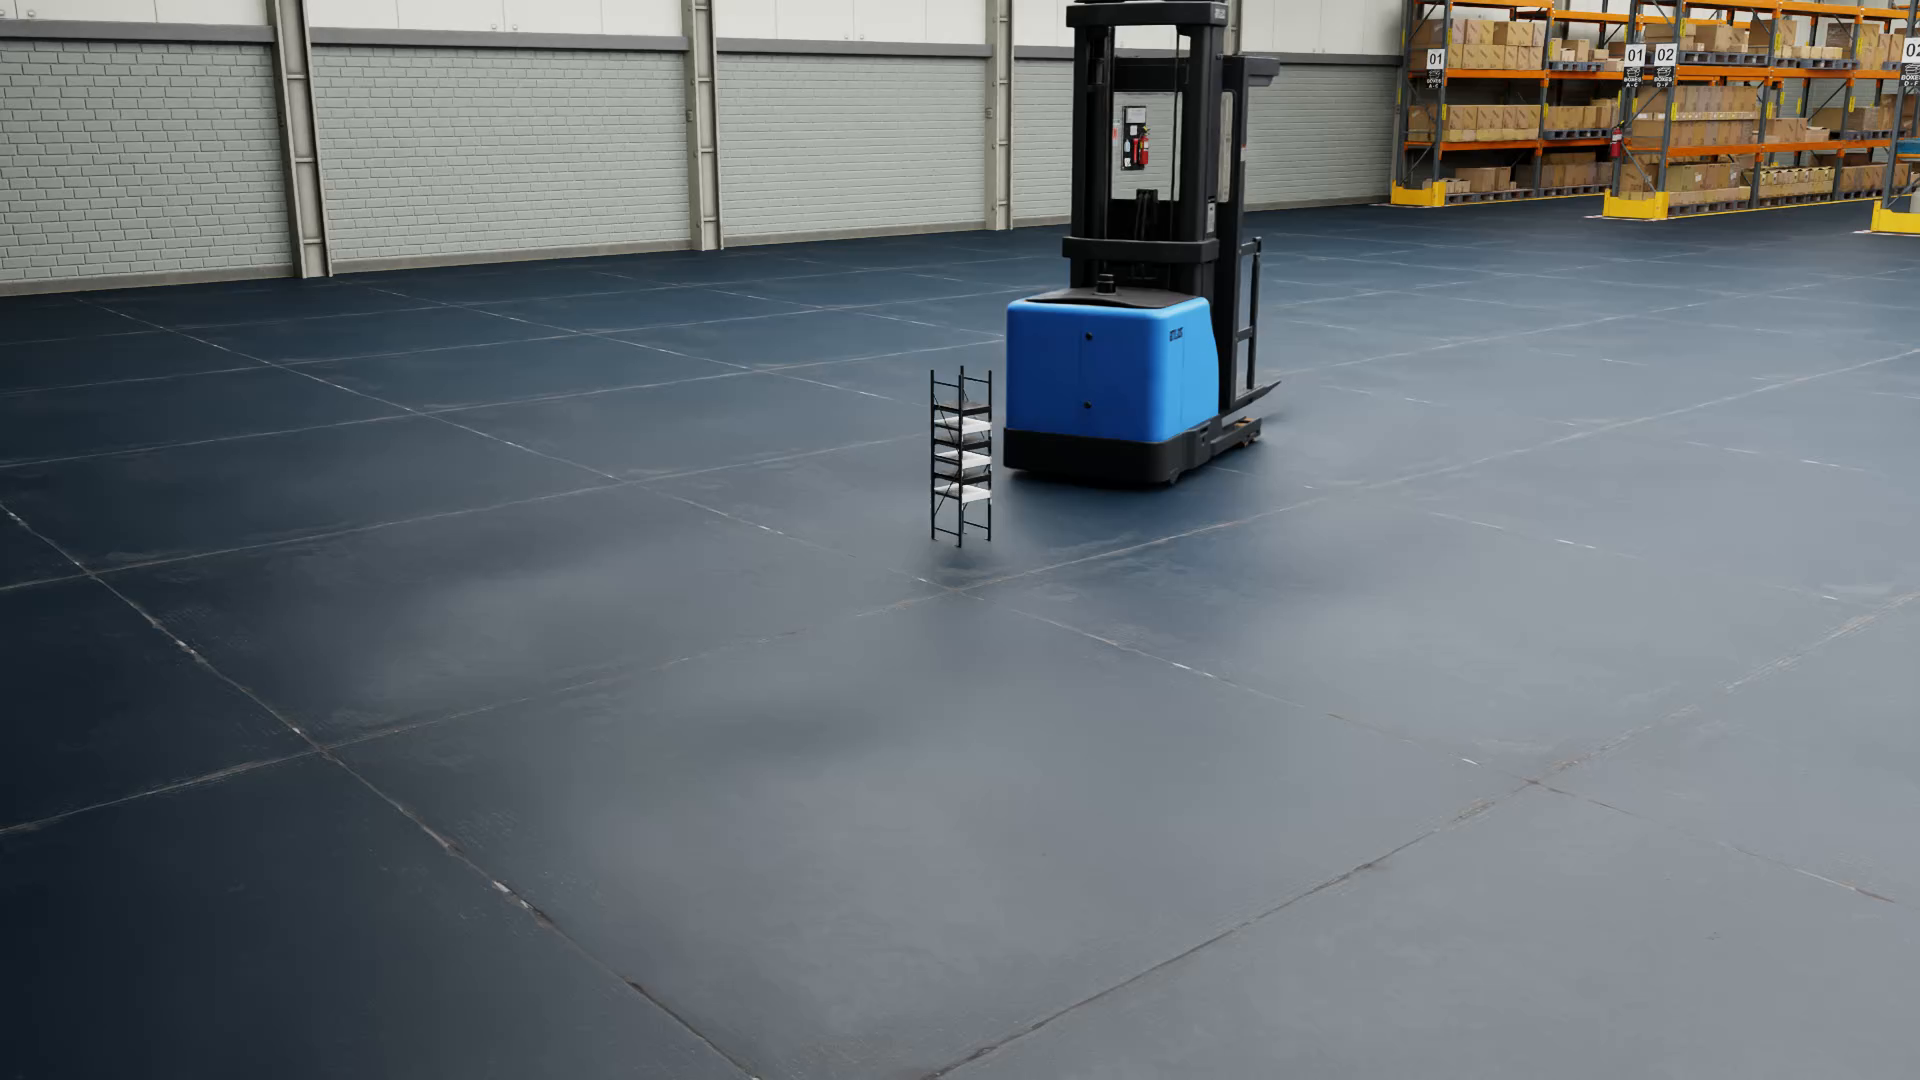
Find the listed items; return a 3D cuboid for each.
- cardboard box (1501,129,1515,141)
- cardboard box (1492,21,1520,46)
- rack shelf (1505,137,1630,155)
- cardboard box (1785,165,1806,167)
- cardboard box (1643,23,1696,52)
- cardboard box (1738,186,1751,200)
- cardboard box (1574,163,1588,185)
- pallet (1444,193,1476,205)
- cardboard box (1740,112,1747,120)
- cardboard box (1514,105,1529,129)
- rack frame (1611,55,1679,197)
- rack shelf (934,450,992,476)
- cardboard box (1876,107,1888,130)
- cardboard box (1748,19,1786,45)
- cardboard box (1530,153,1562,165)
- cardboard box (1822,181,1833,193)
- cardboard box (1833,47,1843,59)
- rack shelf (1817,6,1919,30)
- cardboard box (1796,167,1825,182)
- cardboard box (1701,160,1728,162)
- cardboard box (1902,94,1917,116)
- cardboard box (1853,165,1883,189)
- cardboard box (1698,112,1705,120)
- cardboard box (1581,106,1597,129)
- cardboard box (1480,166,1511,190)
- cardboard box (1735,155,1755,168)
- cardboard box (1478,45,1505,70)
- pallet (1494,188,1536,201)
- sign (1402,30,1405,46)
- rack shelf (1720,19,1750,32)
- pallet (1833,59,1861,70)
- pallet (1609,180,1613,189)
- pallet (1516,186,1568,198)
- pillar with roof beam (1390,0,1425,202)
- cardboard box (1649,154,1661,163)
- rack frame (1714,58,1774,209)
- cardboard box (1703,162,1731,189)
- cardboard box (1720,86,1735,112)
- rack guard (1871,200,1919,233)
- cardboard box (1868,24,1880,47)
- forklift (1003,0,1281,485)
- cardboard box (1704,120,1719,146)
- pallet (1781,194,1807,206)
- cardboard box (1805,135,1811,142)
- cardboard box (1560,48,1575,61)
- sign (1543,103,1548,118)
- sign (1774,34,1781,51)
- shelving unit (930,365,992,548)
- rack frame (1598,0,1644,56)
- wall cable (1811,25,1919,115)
[{"bbox_3d":[11.878,-8.950,36.695,0.500,0.250,0.500,-13,20,-40],"label":"cardboard box"},{"bbox_3d":[11.793,-10.990,36.099,0.500,0.500,0.500,-14,20,-41],"label":"cardboard box"},{"bbox_3d":[14.295,-9.314,39.201,4.000,0.370,1.077,-13,19,-39],"label":"rack shelf"},{"bbox_3d":[18.471,-8.151,36.879,0.500,0.311,0.500,-12,19,-38],"label":"cardboard box"},{"bbox_3d":[13.460,-9.548,31.584,0.637,0.503,0.797,-11,18,-36],"label":"cardboard box"},{"bbox_3d":[15.835,-7.113,34.079,0.500,0.250,0.500,-13,19,-39],"label":"cardboard box"},{"bbox_3d":[14.474,-8.719,39.570,0.500,0.500,0.700,-13,20,-40],"label":"cardboard box"},{"bbox_3d":[10.462,-7.442,36.201,1.213,0.211,1.003,-13,19,-39],"label":"pallet"},{"bbox_3d":[15.593,-8.547,33.483,0.250,0.149,0.380,-13,20,-41],"label":"cardboard box"},{"bbox_3d":[12.260,-9.396,36.914,0.500,0.500,0.500,-13,20,-40],"label":"cardboard box"},{"bbox_3d":[13.024,-7.682,31.695,0.127,3.000,1.000,-13,19,-39],"label":"rack frame"},{"bbox_3d":[0.006,-0.404,8.648,0.200,0.077,0.258,-13,20,-39],"label":"rack shelf"},{"bbox_3d":[20.784,-9.654,38.073,0.700,0.500,0.500,10,18,33],"label":"cardboard box"},{"bbox_3d":[16.532,-10.398,34.076,0.500,0.500,0.500,-12,19,-39],"label":"cardboard box"},{"bbox_3d":[13.661,-8.893,38.770,0.500,0.250,0.500,-13,20,-41],"label":"cardboard box"},{"bbox_3d":[18.822,-7.775,36.558,0.500,0.250,0.500,-12,19,-38],"label":"cardboard box"},{"bbox_3d":[18.753,-10.529,36.018,0.500,0.250,0.500,14,21,43],"label":"cardboard box"},{"bbox_3d":[20.567,-11.733,37.407,4.000,0.370,1.077,-13,19,-39],"label":"rack shelf"},{"bbox_3d":[18.437,-7.956,36.151,0.500,0.311,0.500,-13,20,-40],"label":"cardboard box"},{"bbox_3d":[15.486,-7.578,34.370,0.500,0.500,0.500,-13,19,-39],"label":"cardboard box"},{"bbox_3d":[22.616,-10.271,39.257,0.500,0.500,0.500,-12,19,-38],"label":"cardboard box"},{"bbox_3d":[20.753,-8.326,38.100,0.500,0.500,0.500,-14,20,-41],"label":"cardboard box"},{"bbox_3d":[14.239,-8.243,32.346,0.250,0.149,0.380,-14,20,-41],"label":"cardboard box"},{"bbox_3d":[14.531,-9.964,39.195,0.500,0.500,0.700,-13,19,-39],"label":"cardboard box"},{"bbox_3d":[12.030,-8.144,37.418,0.500,0.500,0.500,14,21,43],"label":"cardboard box"},{"bbox_3d":[20.999,-10.128,44.885,0.500,0.500,0.700,-13,20,-40],"label":"cardboard box"},{"bbox_3d":[11.393,-10.428,35.933,0.500,0.500,0.500,-11,19,-36],"label":"cardboard box"},{"bbox_3d":[12.303,-7.855,37.748,1.213,0.211,1.003,-13,19,-39],"label":"pallet"},{"bbox_3d":[9.420,-10.634,35.219,0.005,0.325,0.100,-13,19,-39],"label":"sign"},{"bbox_3d":[20.330,-13.375,43.552,4.000,0.370,1.077,-13,19,-39],"label":"rack shelf"},{"bbox_3d":[18.605,-10.262,35.911,1.003,0.211,1.213,-12,19,-37],"label":"pallet"},{"bbox_3d":[16.448,-8.772,41.182,1.213,0.211,1.003,-13,19,-39],"label":"pallet"},{"bbox_3d":[13.373,-8.108,38.695,1.213,0.211,1.003,-13,19,-39],"label":"pallet"},{"bbox_3d":[12.555,-10.993,32.466,0.400,9.000,9.100,-13,19,-39],"label":"pillar with roof beam"},{"bbox_3d":[17.110,-9.411,41.522,0.750,0.750,0.750,-13,20,-40],"label":"cardboard box"},{"bbox_3d":[16.041,-8.359,34.232,0.127,3.000,1.000,-13,19,-39],"label":"rack frame"},{"bbox_3d":[15.075,-7.307,33.354,0.500,0.500,0.500,-13,19,-39],"label":"cardboard box"},{"bbox_3d":[14.952,-8.787,33.127,0.500,0.500,0.700,-13,20,-39],"label":"cardboard box"},{"bbox_3d":[16.299,-5.531,28.488,0.348,0.500,1.175,-13,19,-39],"label":"rack guard"},{"bbox_3d":[20.161,-11.263,37.159,0.500,0.500,0.500,-13,19,-39],"label":"cardboard box"},{"bbox_3d":[1.385,-2.078,10.848,1.130,2.935,3.031,8,17,26],"label":"forklift"},{"bbox_3d":[14.550,-8.069,32.953,0.500,0.500,0.700,-12,19,-38],"label":"cardboard box"},{"bbox_3d":[17.492,-7.352,35.865,1.213,0.211,1.003,-13,19,-39],"label":"pallet"},{"bbox_3d":[18.134,-8.688,35.951,0.250,0.149,0.380,-11,18,-35],"label":"cardboard box"},{"bbox_3d":[13.716,-11.113,38.089,0.500,0.311,0.500,-12,19,-38],"label":"cardboard box"},{"bbox_3d":[13.149,-9.637,37.338,0.005,0.325,0.100,-13,19,-39],"label":"sign"},{"bbox_3d":[16.407,-9.989,33.364,0.005,0.325,0.100,-13,19,-39],"label":"sign"},{"bbox_3d":[0.006,-0.436,8.639,0.210,0.900,0.258,-13,20,-39],"label":"shelving unit"},{"bbox_3d":[15.804,-12.899,39.603,0.127,3.000,1.000,-13,19,-39],"label":"rack frame"},{"bbox_3d":[26.340,-13.642,48.404,0.112,2.526,3.097,-13,19,-39],"label":"wall cable"}]
